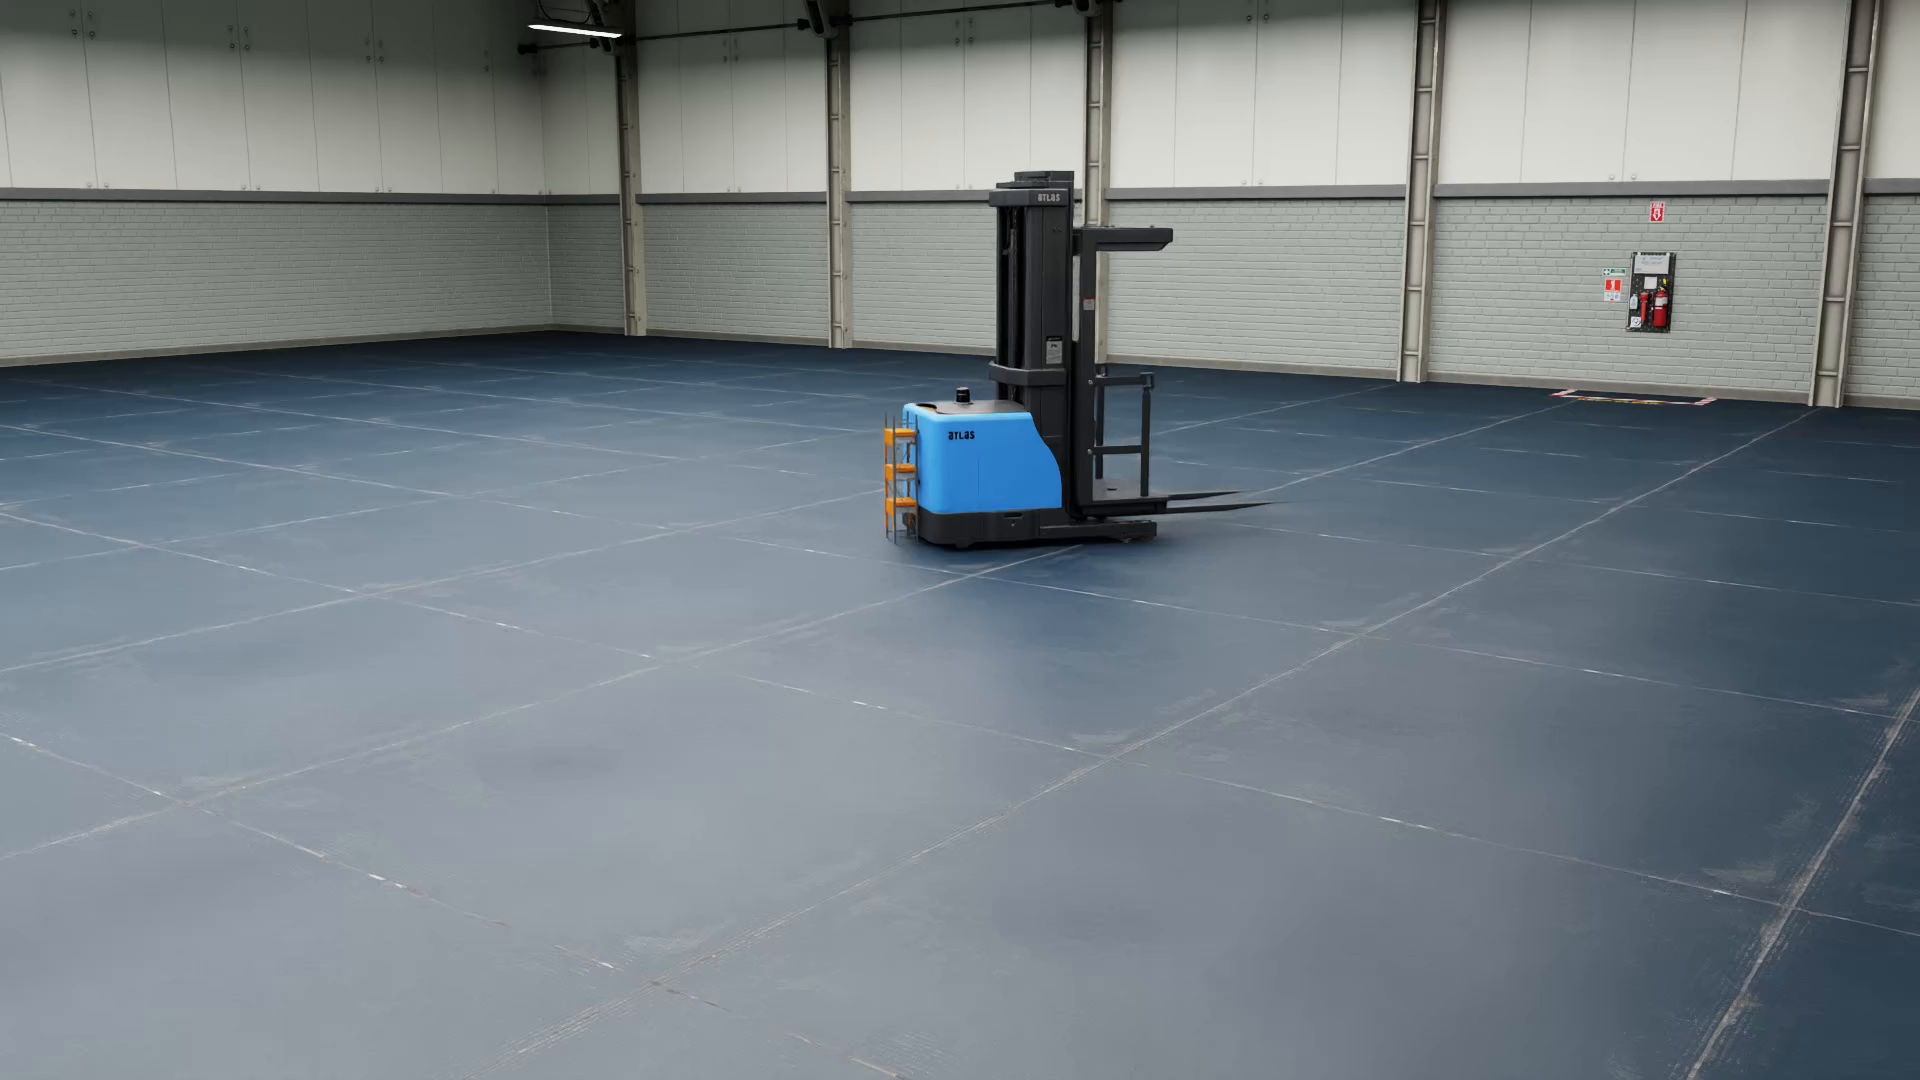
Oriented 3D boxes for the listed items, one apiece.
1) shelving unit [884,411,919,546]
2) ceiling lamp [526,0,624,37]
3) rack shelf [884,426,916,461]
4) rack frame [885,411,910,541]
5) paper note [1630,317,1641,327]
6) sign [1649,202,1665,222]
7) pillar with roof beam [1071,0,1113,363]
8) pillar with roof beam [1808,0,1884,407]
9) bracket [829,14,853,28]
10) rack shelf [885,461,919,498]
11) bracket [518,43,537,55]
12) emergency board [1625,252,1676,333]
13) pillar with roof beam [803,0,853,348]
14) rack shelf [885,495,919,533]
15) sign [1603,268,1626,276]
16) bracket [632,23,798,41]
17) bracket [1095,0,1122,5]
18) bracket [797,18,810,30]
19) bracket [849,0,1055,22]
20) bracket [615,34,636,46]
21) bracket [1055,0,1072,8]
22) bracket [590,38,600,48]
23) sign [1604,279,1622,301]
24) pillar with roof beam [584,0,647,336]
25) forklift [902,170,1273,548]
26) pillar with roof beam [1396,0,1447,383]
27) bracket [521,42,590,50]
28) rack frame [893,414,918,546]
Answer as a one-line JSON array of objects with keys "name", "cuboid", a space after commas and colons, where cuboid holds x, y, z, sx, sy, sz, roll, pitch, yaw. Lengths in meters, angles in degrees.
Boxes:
[{"name": "shelving unit", "cuboid": [-0.469, -0.495, 13.324, 0.215, 1.050, 0.252, -3, 11, -17]}, {"name": "ceiling lamp", "cuboid": [-7.069, -10.667, 29.607, 0.800, 3.185, 2.000, 8, 13, 36]}, {"name": "rack shelf", "cuboid": [-0.469, -0.763, 13.272, 0.215, 0.259, 0.240, -3, 11, -17]}, {"name": "rack frame", "cuboid": [-0.506, -0.517, 13.438, 0.200, 1.050, 0.008, -3, 11, -17]}, {"name": "paper note", "cuboid": [10.026, -3.233, 24.662, 0.142, 0.148, 0.016, 8, 13, 36]}, {"name": "sign", "cuboid": [10.180, -4.789, 24.284, 0.199, 0.298, 0.001, 8, 13, 36]}, {"name": "pillar with roof beam", "cuboid": [-0.123, -6.987, 25.952, 0.548, 9.000, 9.100, 8, 13, 36]}, {"name": "pillar with roof beam", "cuboid": [9.549, -5.638, 18.978, 0.400, 9.000, 9.100, 8, 13, 36]}, {"name": "bracket", "cuboid": [-2.287, -9.986, 31.981, 0.430, 0.232, 0.235, 8, 13, 36]}, {"name": "rack shelf", "cuboid": [-0.469, -0.484, 13.326, 0.215, 0.259, 0.240, -3, 11, -17]}, {"name": "bracket", "cuboid": [-9.702, -11.021, 37.328, 0.430, 0.232, 0.235, 8, 13, 36]}, {"name": "emergency board", "cuboid": [10.128, -3.635, 24.421, 0.643, 1.169, 0.194, 8, 13, 36]}, {"name": "pillar with roof beam", "cuboid": [-4.959, -7.661, 29.439, 0.548, 9.000, 9.100, 8, 13, 36]}, {"name": "rack shelf", "cuboid": [-0.469, -0.212, 13.378, 0.215, 0.259, 0.240, -3, 11, -17]}, {"name": "sign", "cuboid": [9.741, -3.989, 24.761, 0.331, 0.109, 0.001, 8, 13, 36]}, {"name": "bracket", "cuboid": [-5.046, -10.371, 33.971, 4.783, 0.066, 0.076, 8, 13, 36]}, {"name": "bracket", "cuboid": [2.549, -9.312, 28.495, 0.430, 0.232, 0.235, 8, 13, 36]}, {"name": "bracket", "cuboid": [-2.956, -10.080, 32.464, 0.430, 0.232, 0.235, 8, 13, 36]}, {"name": "bracket", "cuboid": [-0.210, -9.697, 30.484, 4.783, 0.066, 0.076, 8, 13, 36]}, {"name": "bracket", "cuboid": [-7.123, -10.661, 35.468, 0.430, 0.232, 0.235, 8, 13, 36]}, {"name": "bracket", "cuboid": [1.880, -9.405, 28.977, 0.430, 0.232, 0.235, 8, 13, 36]}, {"name": "bracket", "cuboid": [-7.792, -10.754, 35.951, 0.430, 0.232, 0.235, 8, 13, 36]}, {"name": "sign", "cuboid": [9.743, -3.730, 24.821, 0.234, 0.329, 0.001, 8, 13, 36]}, {"name": "pillar with roof beam", "cuboid": [-9.796, -8.336, 32.926, 0.548, 9.000, 9.100, 8, 13, 36]}, {"name": "forklift", "cuboid": [1.093, -1.511, 13.621, 3.031, 2.935, 1.130, -3, 11, -17]}, {"name": "pillar with roof beam", "cuboid": [4.713, -6.312, 22.465, 0.400, 9.000, 9.100, 8, 13, 36]}, {"name": "bracket", "cuboid": [-9.226, -10.954, 36.985, 3.189, 0.066, 0.076, 8, 13, 36]}, {"name": "rack frame", "cuboid": [-0.431, -0.473, 13.210, 0.200, 1.050, 0.008, -3, 11, -17]}]
